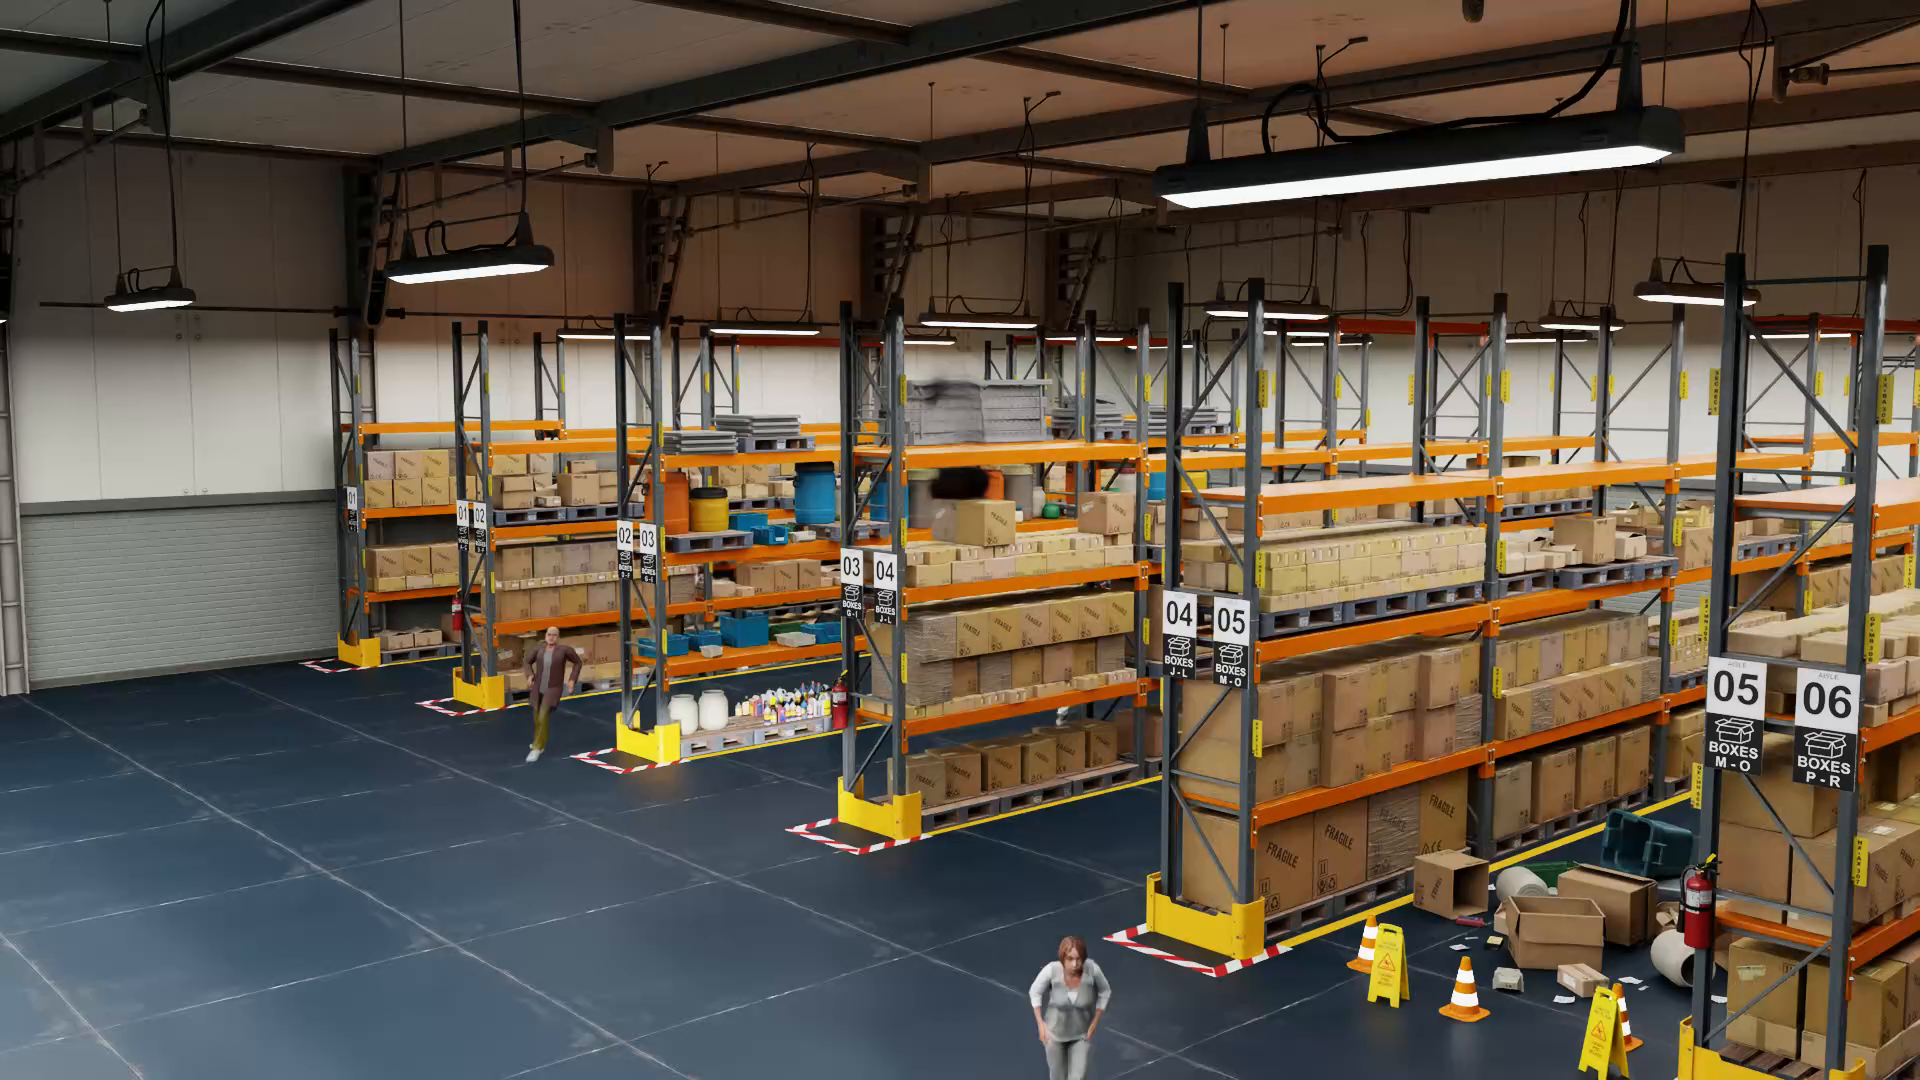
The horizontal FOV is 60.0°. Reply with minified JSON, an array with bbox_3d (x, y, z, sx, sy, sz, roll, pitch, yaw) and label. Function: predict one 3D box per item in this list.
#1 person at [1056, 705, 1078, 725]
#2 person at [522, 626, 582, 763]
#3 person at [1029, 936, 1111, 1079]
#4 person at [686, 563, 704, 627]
[{"bbox_3d":[1.575,1.892,24.300,0.657,1.771,0.863,4,7,34],"label":"person"},{"bbox_3d":[-5.575,2.069,22.588,0.765,1.805,0.873,1,6,11],"label":"person"},{"bbox_3d":[0.725,3.324,11.197,0.538,1.546,0.810,-1,6,-6],"label":"person"},{"bbox_3d":[-5.013,1.205,31.791,0.570,1.661,0.553,4,7,35],"label":"person"}]
